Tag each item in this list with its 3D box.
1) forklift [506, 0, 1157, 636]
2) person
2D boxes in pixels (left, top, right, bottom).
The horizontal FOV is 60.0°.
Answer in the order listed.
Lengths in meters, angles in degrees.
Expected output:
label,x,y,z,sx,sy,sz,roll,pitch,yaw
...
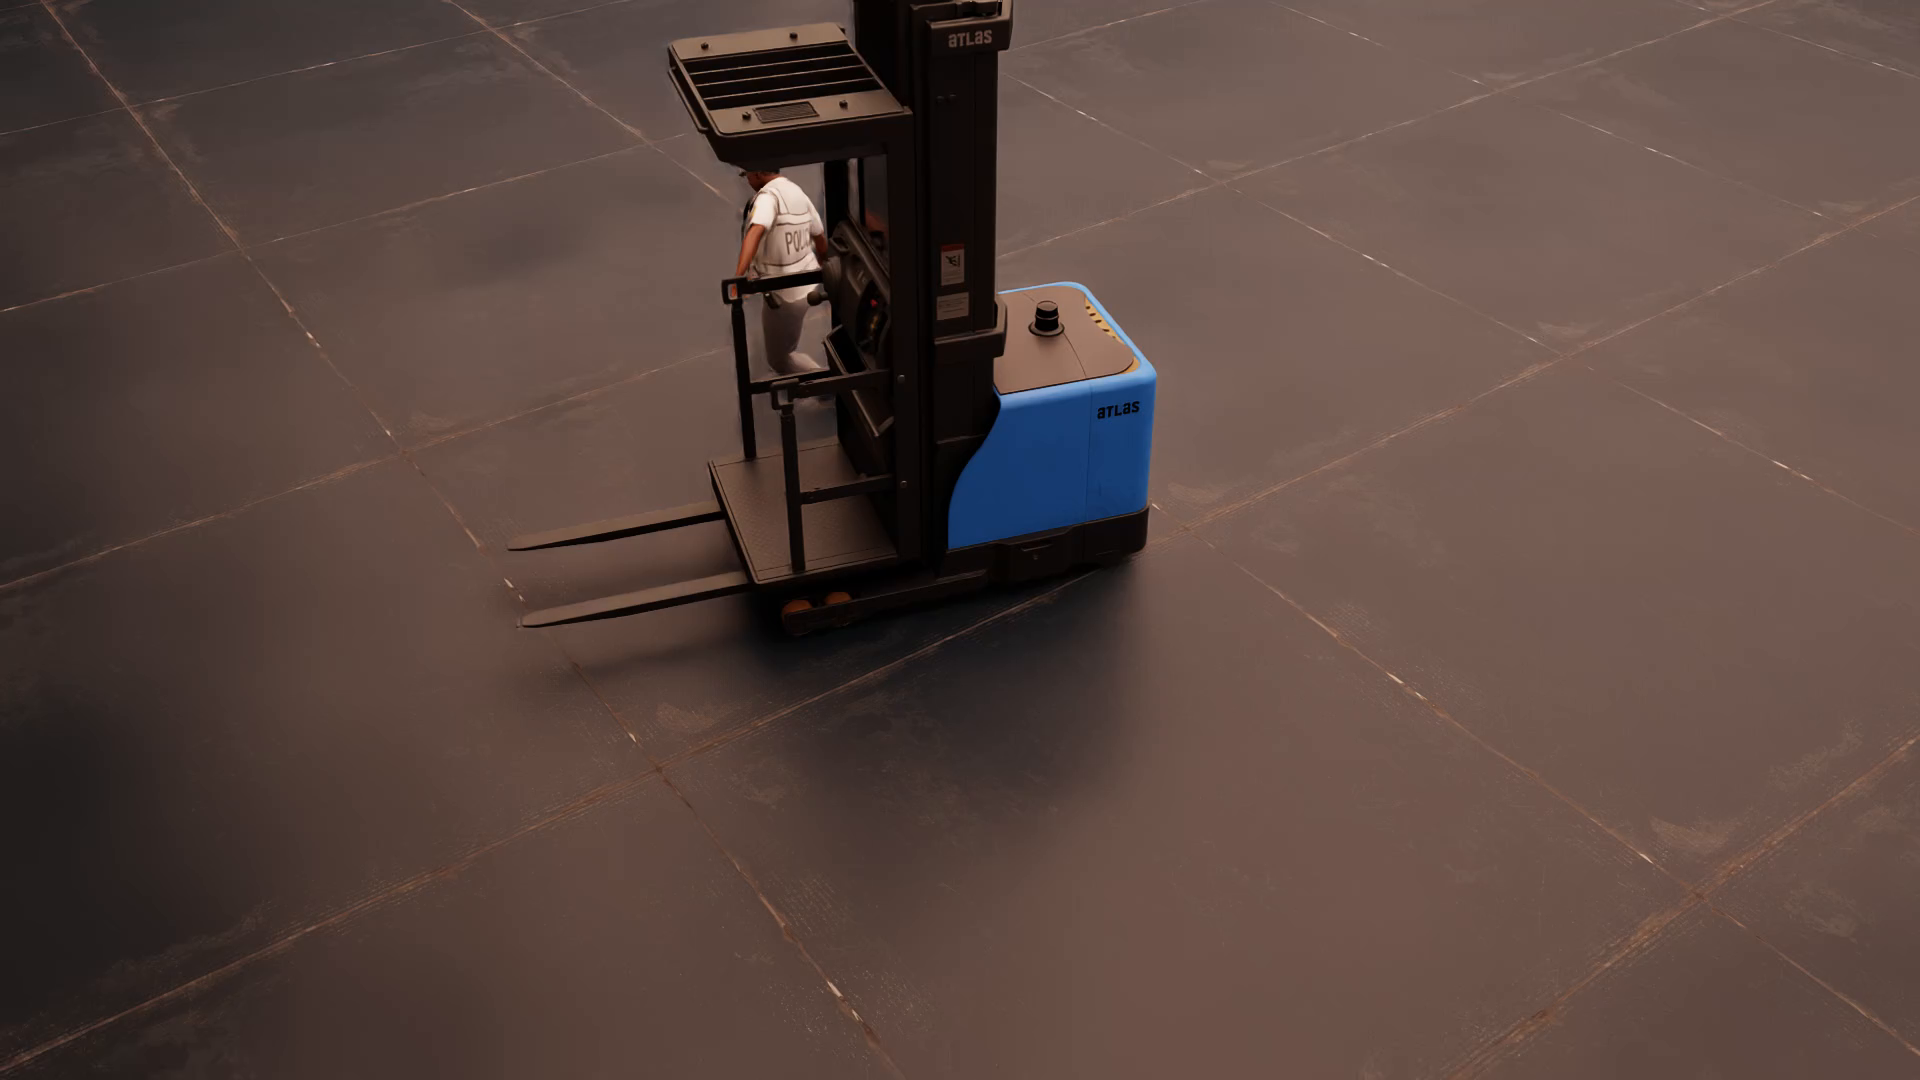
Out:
label,x,y,z,sx,sy,sz,roll,pitch,yaw
forklift,-0.647,-1.084,7.411,3.031,2.935,1.130,-11,38,-15
person,-0.998,-1.309,8.982,0.634,1.580,1.116,13,38,17
